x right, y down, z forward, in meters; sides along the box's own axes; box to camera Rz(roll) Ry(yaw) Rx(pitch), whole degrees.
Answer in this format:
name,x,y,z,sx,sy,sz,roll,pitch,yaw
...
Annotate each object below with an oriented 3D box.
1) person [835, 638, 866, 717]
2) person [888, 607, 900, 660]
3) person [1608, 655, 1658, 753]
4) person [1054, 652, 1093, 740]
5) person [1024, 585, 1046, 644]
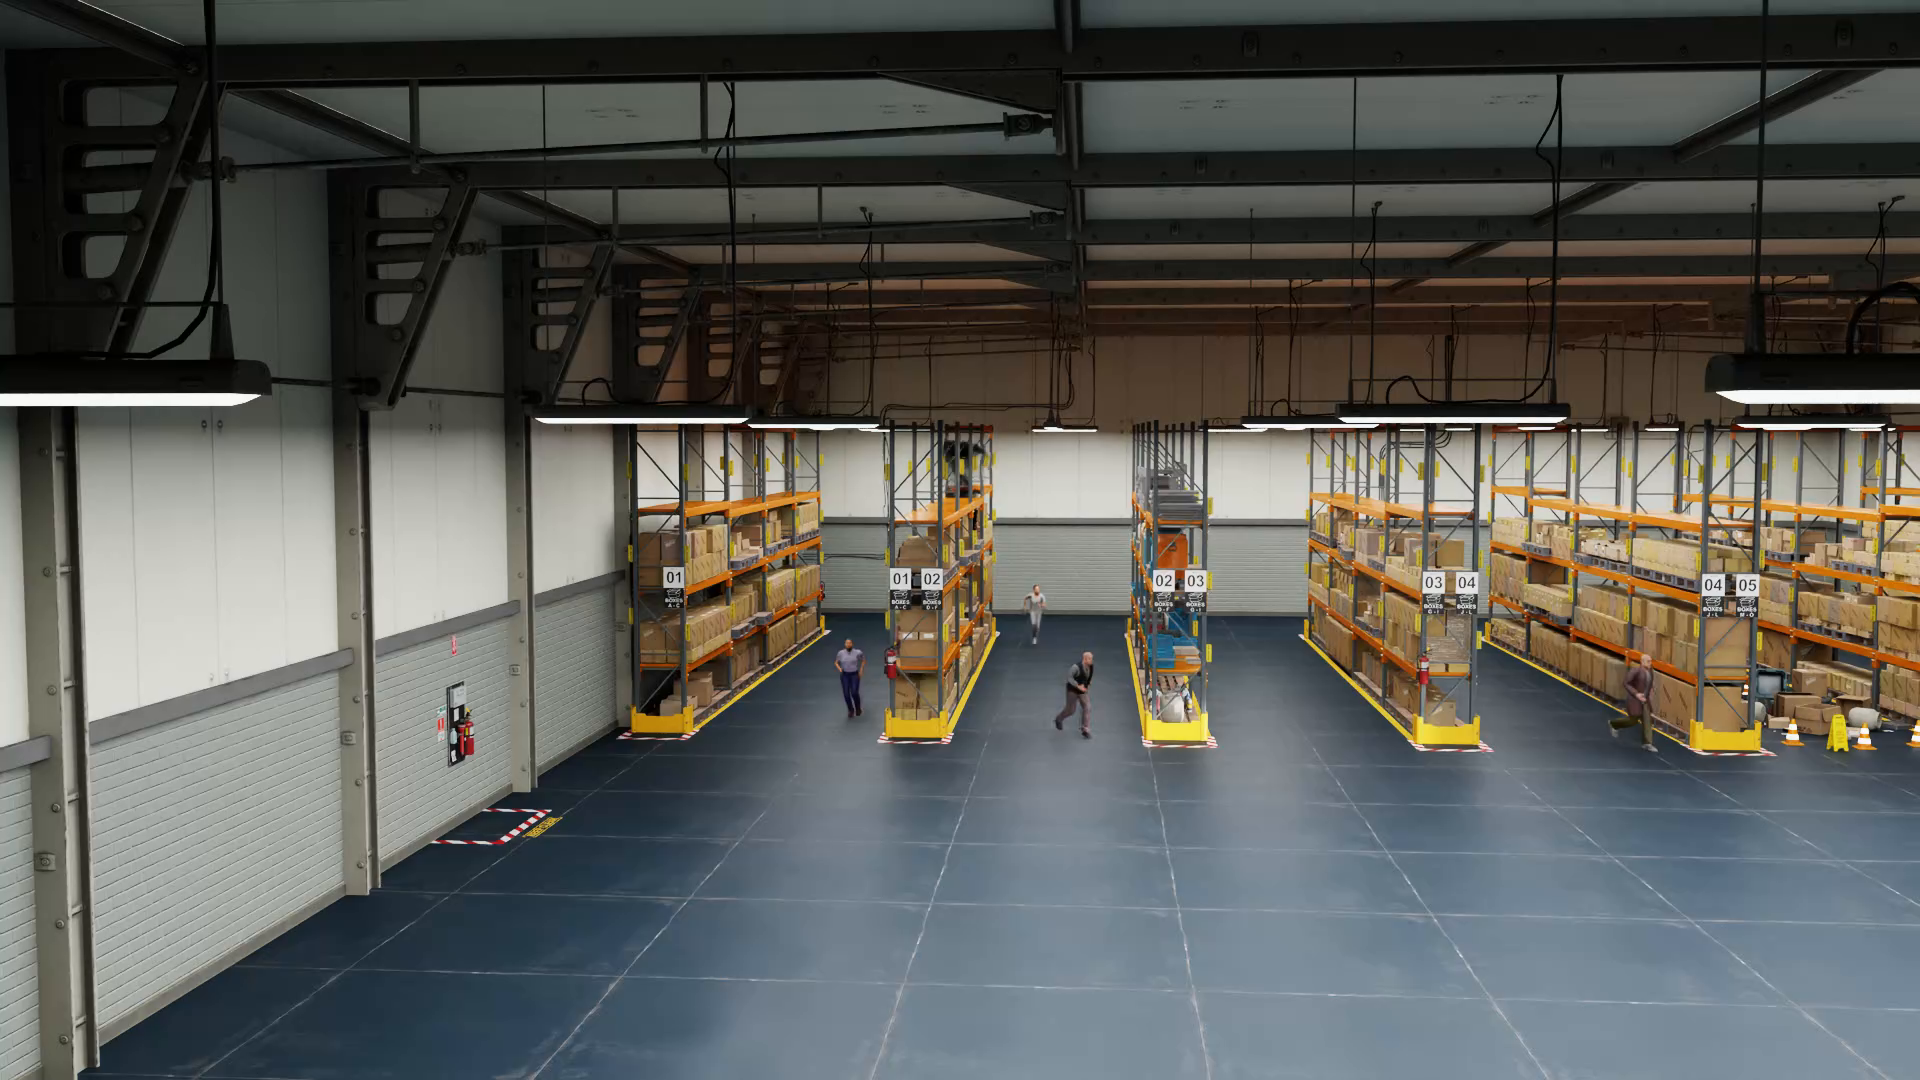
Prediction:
name,x,y,z,sx,sy,sz,roll,pitch,yaw
person,-2.239,2.787,33.644,0.606,1.614,0.562,0,4,7
person,-1.572,2.212,42.577,0.576,1.678,0.765,0,4,5
person,12.333,2.926,30.270,0.739,1.731,1.128,-2,4,-30
person,2.176,2.922,31.563,0.697,1.680,1.009,-3,5,-42
person,2.045,2.019,45.278,0.592,1.627,0.780,0,4,-3
